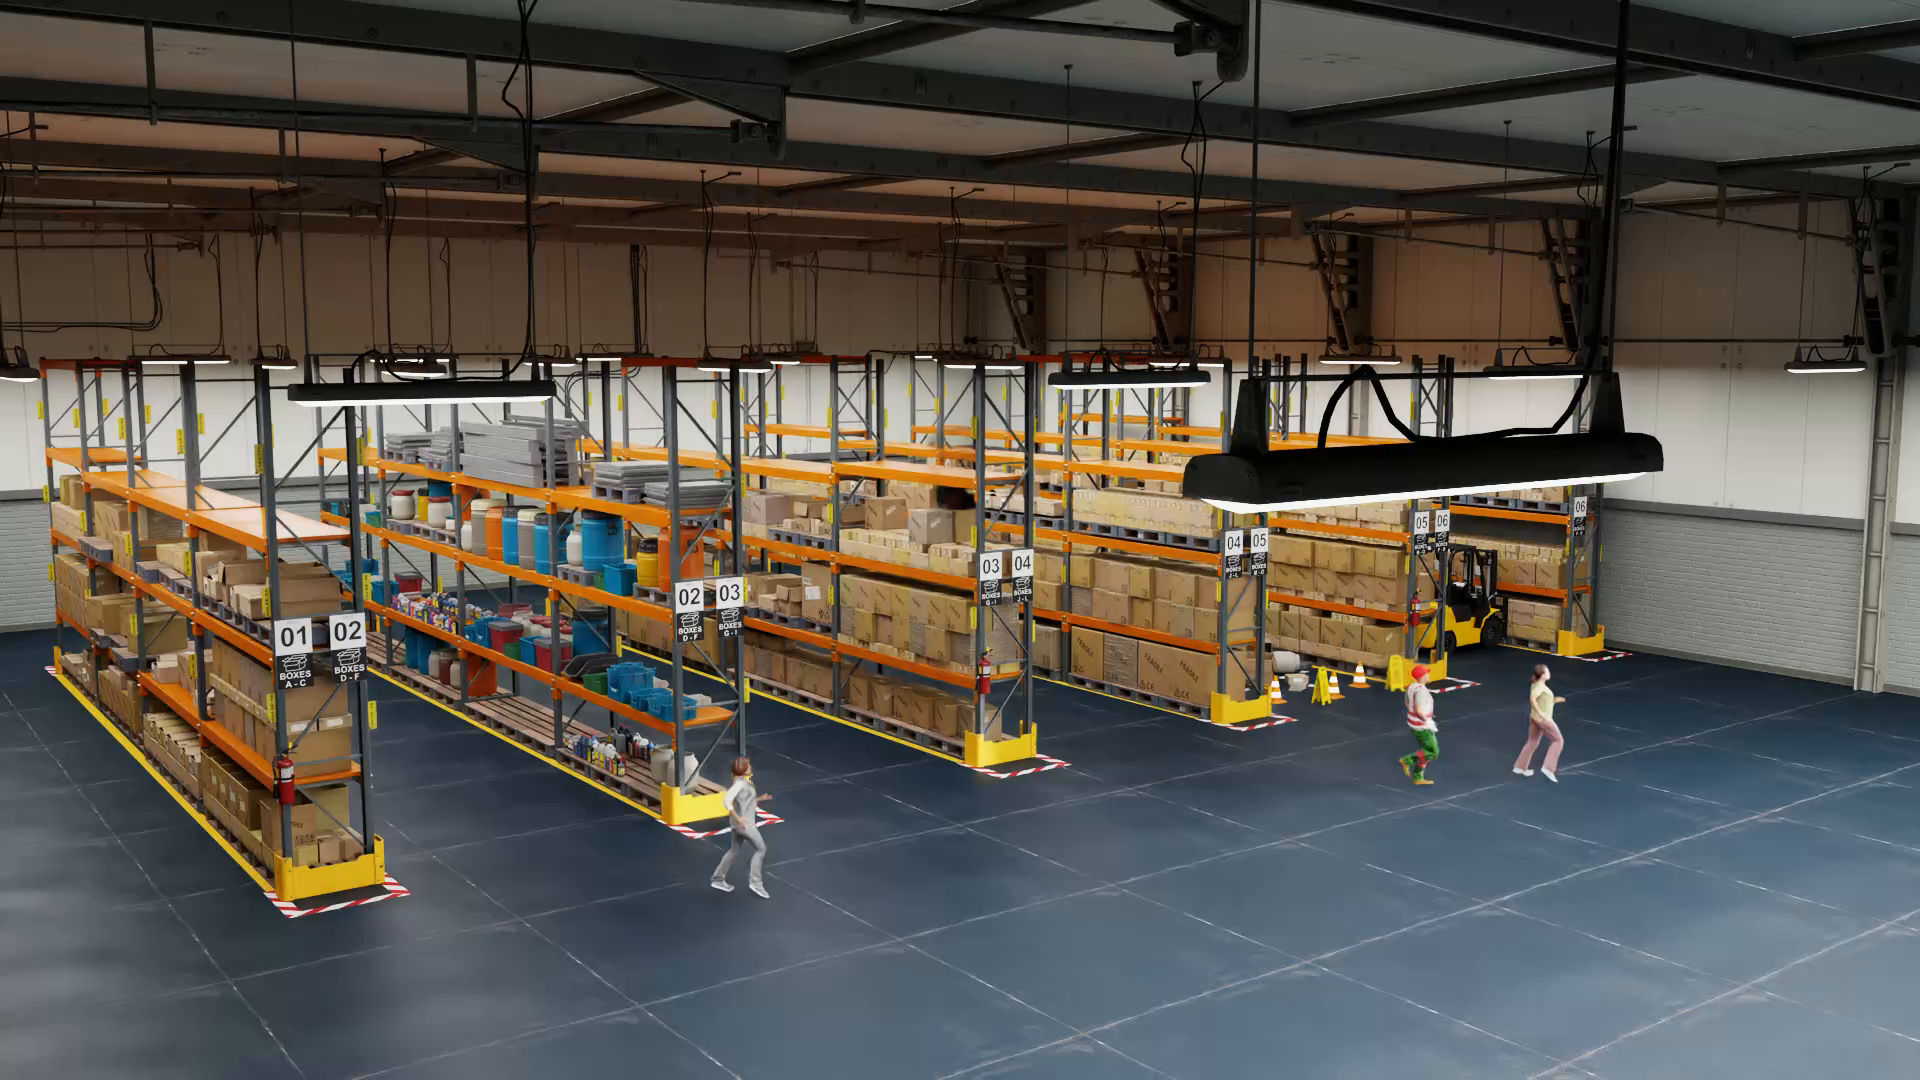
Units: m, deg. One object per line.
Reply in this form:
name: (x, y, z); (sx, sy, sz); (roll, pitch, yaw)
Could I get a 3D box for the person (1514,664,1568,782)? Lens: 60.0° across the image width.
person: (8.389, 2.630, 23.952); (0.742, 1.725, 0.546); (0, 7, -4)

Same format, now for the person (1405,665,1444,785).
person: (6.607, 2.637, 23.671); (0.596, 1.737, 0.659); (0, 7, -3)

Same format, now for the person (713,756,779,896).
person: (-2.444, 3.262, 18.917); (0.742, 1.638, 0.512); (-2, 7, -17)
